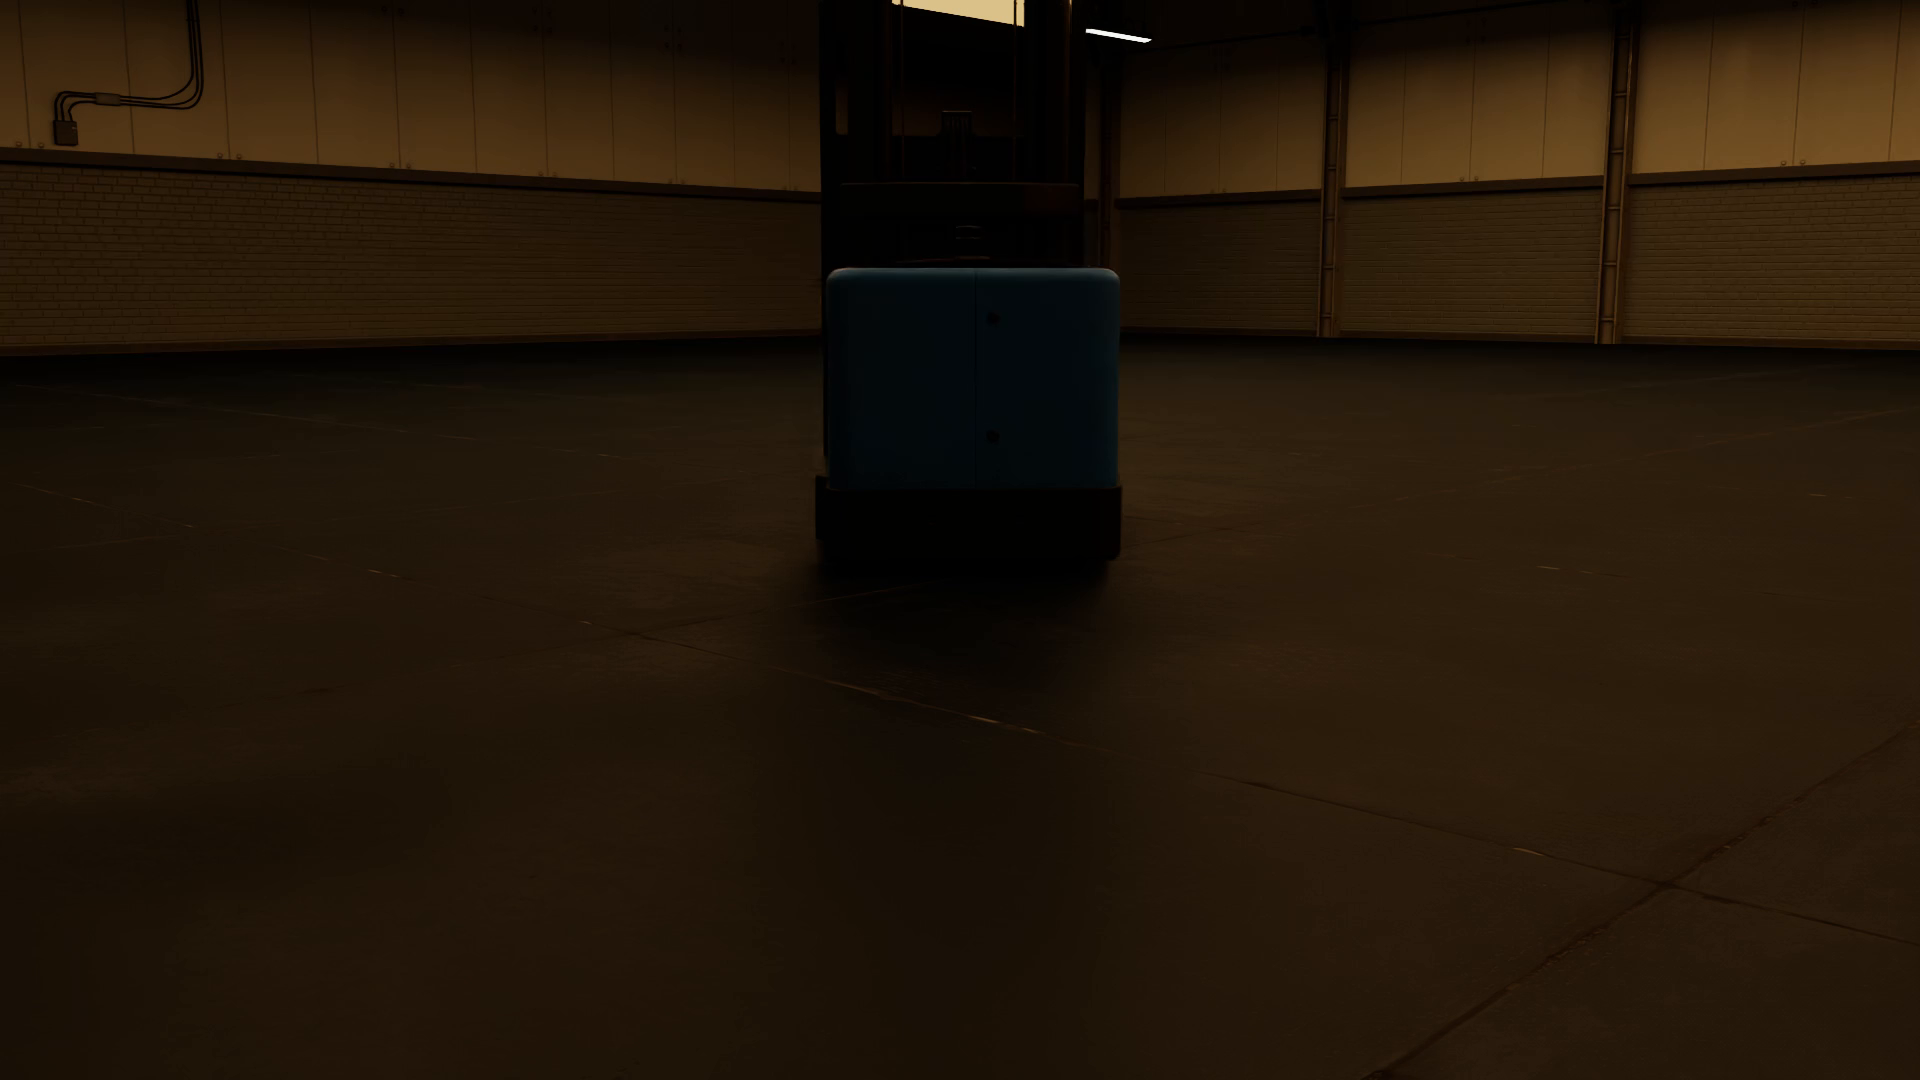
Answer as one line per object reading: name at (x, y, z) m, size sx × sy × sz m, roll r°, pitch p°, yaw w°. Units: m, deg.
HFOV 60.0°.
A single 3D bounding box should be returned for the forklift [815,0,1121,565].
forklift at (-0.049, -1.540, 7.102) m, size 1.130 × 2.935 × 3.031 m, roll -1°, pitch 9°, yaw -4°
